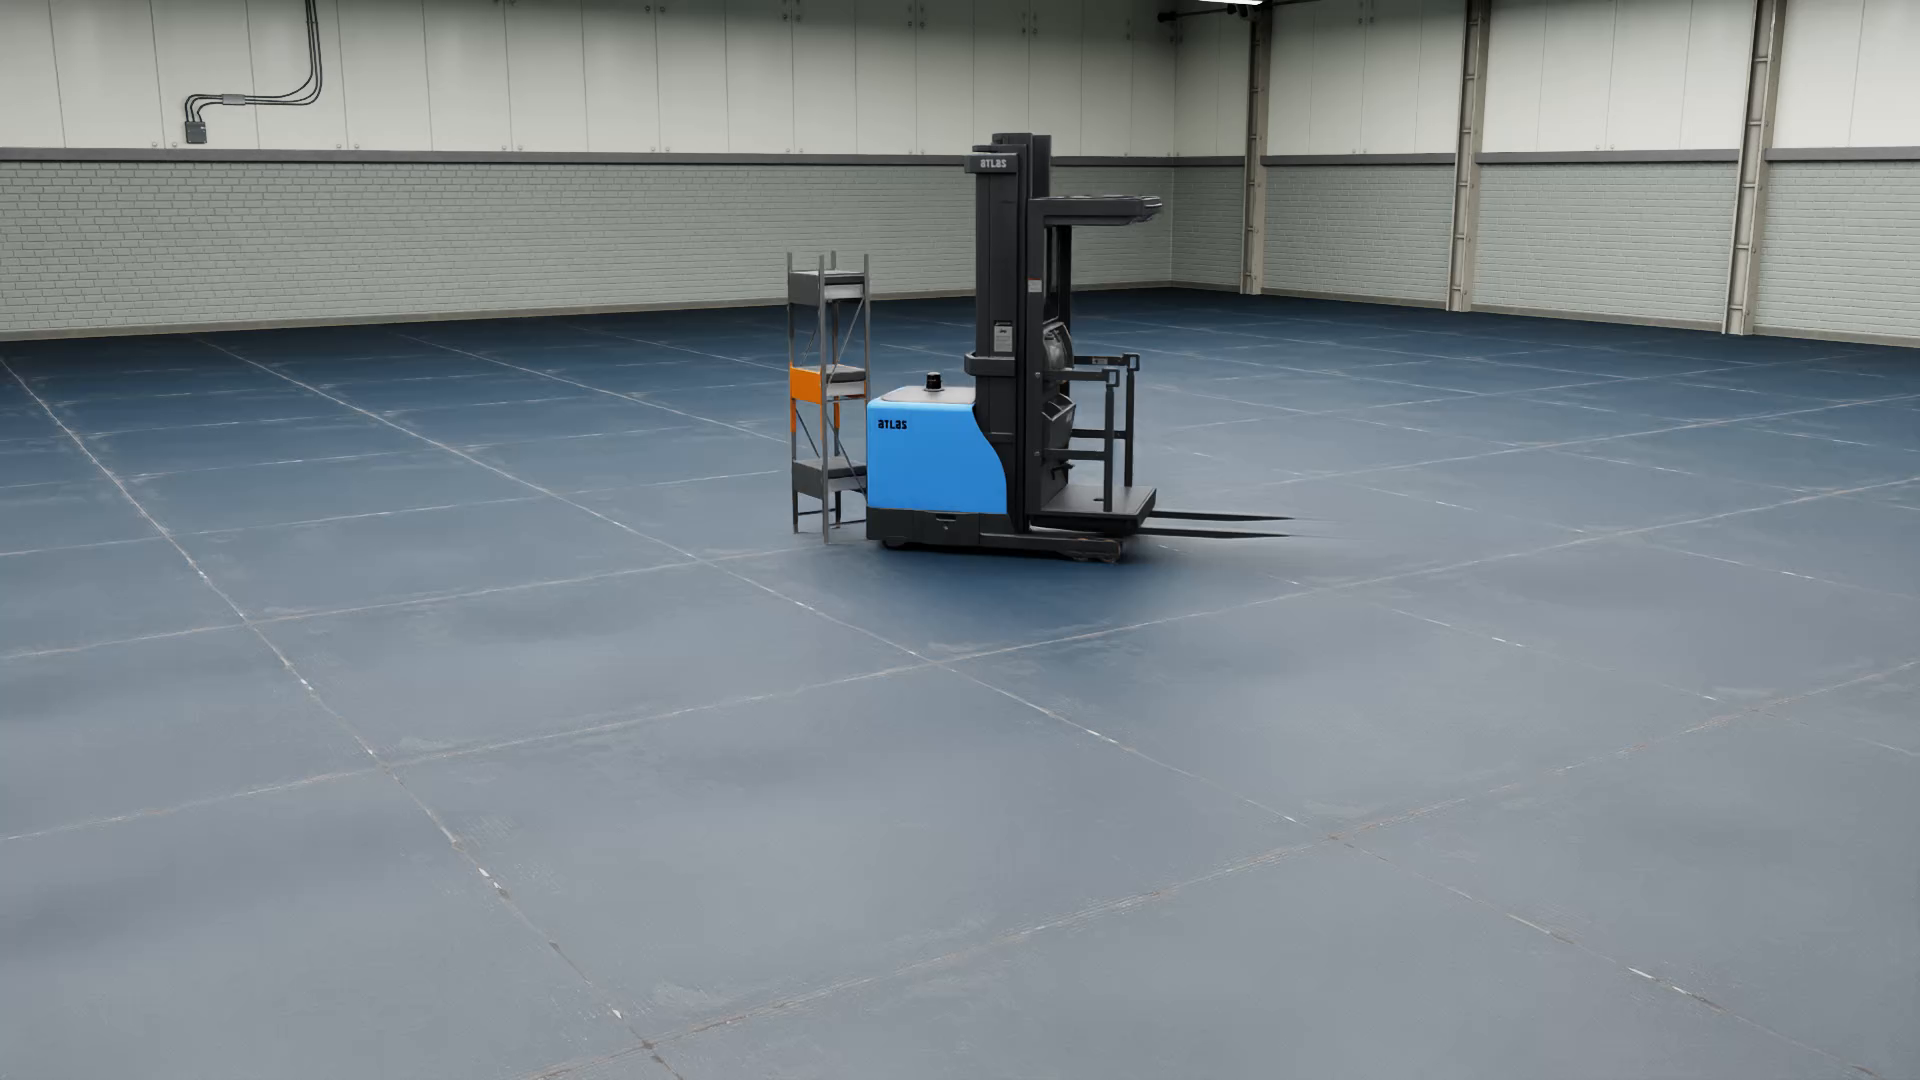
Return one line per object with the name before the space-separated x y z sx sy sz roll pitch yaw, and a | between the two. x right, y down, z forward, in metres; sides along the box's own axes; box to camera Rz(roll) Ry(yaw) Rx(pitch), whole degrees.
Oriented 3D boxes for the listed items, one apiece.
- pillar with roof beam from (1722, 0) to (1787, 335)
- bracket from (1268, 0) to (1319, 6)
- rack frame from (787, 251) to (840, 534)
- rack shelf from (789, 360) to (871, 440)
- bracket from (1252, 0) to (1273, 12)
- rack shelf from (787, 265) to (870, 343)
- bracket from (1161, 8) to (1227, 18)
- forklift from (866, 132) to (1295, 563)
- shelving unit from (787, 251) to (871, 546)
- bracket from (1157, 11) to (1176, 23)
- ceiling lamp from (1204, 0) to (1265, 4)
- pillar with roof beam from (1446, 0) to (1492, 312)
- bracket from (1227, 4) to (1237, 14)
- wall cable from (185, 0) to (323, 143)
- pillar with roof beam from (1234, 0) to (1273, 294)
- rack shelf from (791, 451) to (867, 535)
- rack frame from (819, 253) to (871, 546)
pillar with roof beam | 9.767 -7.428 25.265 9.100 9.000 0.400 -8 15 -33
bracket | 8.064 -11.256 34.345 0.076 0.066 4.783 -8 15 -33
rack frame | -1.092 -1.096 12.461 0.400 2.100 0.015 -8 15 -32
rack shelf | -0.959 -1.039 12.264 0.431 0.518 0.480 -8 15 -32
bracket | 6.636 -11.714 36.440 0.235 0.232 0.430 -8 15 -33
rack shelf | -0.959 -1.723 12.114 0.431 0.518 0.480 -8 15 -32
bracket | 5.191 -12.178 38.562 0.076 0.066 3.189 -8 15 -33
forklift | 0.890 -1.395 11.881 3.031 2.935 1.130 3 13 14
shelving unit | -0.959 -1.053 12.261 0.431 2.100 0.503 -8 15 -32
bracket | 4.863 -12.284 39.043 0.235 0.232 0.430 -8 15 -33
ceiling lamp | 4.713 -11.649 30.903 2.000 3.185 0.800 -8 15 -33
pillar with roof beam | 6.442 -8.495 30.145 9.100 9.000 0.400 -8 15 -33
bracket | 6.176 -11.862 37.115 0.235 0.232 0.430 -8 15 -33
wall cable | -12.141 -9.806 28.179 2.305 6.003 0.169 -8 15 -33
pillar with roof beam | 3.118 -9.562 35.024 9.100 9.000 0.548 -8 15 -33
rack shelf | -0.959 -0.356 12.413 0.431 0.518 0.480 -8 15 -32
rack frame | -0.825 -1.009 12.061 0.400 2.100 0.015 -8 15 -32
